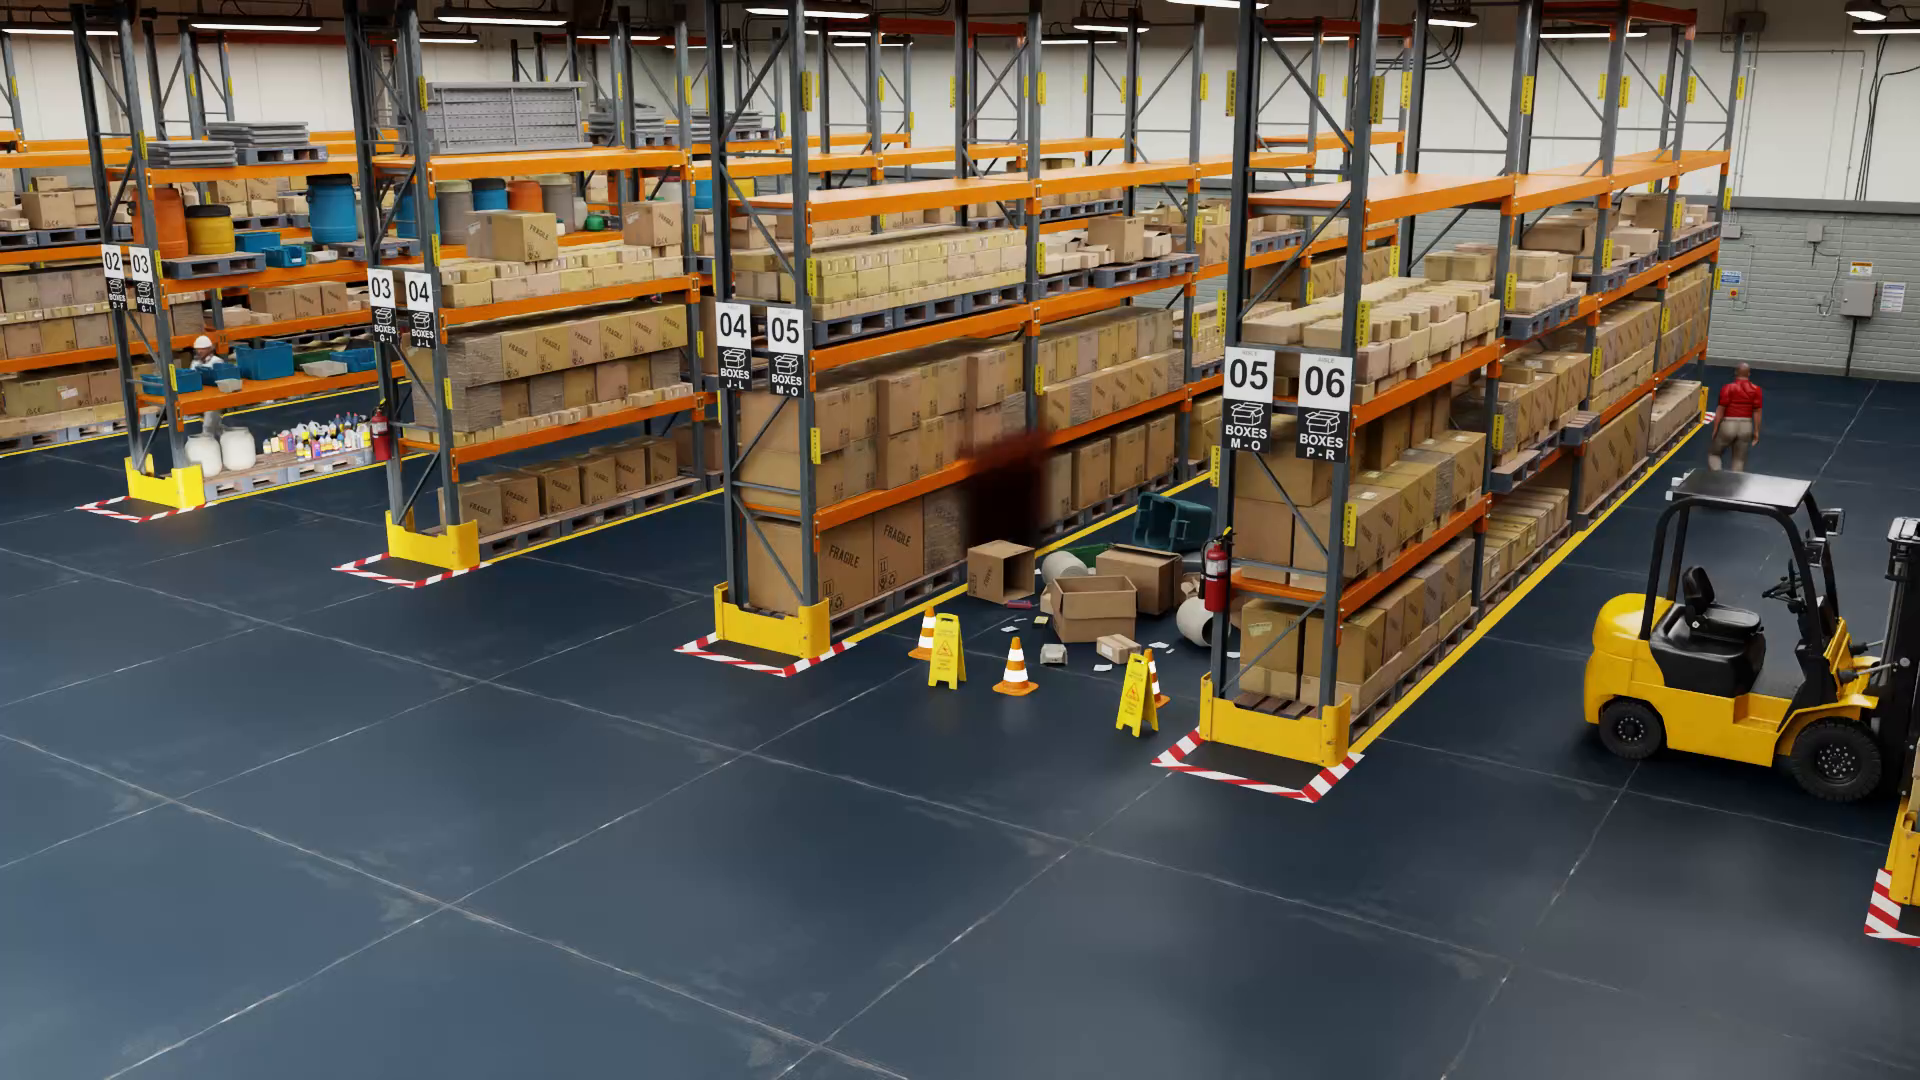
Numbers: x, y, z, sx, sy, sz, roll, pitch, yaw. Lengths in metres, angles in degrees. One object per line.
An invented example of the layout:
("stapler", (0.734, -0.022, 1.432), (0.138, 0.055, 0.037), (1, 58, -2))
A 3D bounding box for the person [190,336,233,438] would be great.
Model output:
("person", (-10.417, -1.964, 23.017), (0.524, 1.717, 0.967), (6, 17, 22))

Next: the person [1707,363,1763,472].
("person", (9.738, -1.343, 20.904), (0.576, 1.768, 0.410), (2, 16, 8))
